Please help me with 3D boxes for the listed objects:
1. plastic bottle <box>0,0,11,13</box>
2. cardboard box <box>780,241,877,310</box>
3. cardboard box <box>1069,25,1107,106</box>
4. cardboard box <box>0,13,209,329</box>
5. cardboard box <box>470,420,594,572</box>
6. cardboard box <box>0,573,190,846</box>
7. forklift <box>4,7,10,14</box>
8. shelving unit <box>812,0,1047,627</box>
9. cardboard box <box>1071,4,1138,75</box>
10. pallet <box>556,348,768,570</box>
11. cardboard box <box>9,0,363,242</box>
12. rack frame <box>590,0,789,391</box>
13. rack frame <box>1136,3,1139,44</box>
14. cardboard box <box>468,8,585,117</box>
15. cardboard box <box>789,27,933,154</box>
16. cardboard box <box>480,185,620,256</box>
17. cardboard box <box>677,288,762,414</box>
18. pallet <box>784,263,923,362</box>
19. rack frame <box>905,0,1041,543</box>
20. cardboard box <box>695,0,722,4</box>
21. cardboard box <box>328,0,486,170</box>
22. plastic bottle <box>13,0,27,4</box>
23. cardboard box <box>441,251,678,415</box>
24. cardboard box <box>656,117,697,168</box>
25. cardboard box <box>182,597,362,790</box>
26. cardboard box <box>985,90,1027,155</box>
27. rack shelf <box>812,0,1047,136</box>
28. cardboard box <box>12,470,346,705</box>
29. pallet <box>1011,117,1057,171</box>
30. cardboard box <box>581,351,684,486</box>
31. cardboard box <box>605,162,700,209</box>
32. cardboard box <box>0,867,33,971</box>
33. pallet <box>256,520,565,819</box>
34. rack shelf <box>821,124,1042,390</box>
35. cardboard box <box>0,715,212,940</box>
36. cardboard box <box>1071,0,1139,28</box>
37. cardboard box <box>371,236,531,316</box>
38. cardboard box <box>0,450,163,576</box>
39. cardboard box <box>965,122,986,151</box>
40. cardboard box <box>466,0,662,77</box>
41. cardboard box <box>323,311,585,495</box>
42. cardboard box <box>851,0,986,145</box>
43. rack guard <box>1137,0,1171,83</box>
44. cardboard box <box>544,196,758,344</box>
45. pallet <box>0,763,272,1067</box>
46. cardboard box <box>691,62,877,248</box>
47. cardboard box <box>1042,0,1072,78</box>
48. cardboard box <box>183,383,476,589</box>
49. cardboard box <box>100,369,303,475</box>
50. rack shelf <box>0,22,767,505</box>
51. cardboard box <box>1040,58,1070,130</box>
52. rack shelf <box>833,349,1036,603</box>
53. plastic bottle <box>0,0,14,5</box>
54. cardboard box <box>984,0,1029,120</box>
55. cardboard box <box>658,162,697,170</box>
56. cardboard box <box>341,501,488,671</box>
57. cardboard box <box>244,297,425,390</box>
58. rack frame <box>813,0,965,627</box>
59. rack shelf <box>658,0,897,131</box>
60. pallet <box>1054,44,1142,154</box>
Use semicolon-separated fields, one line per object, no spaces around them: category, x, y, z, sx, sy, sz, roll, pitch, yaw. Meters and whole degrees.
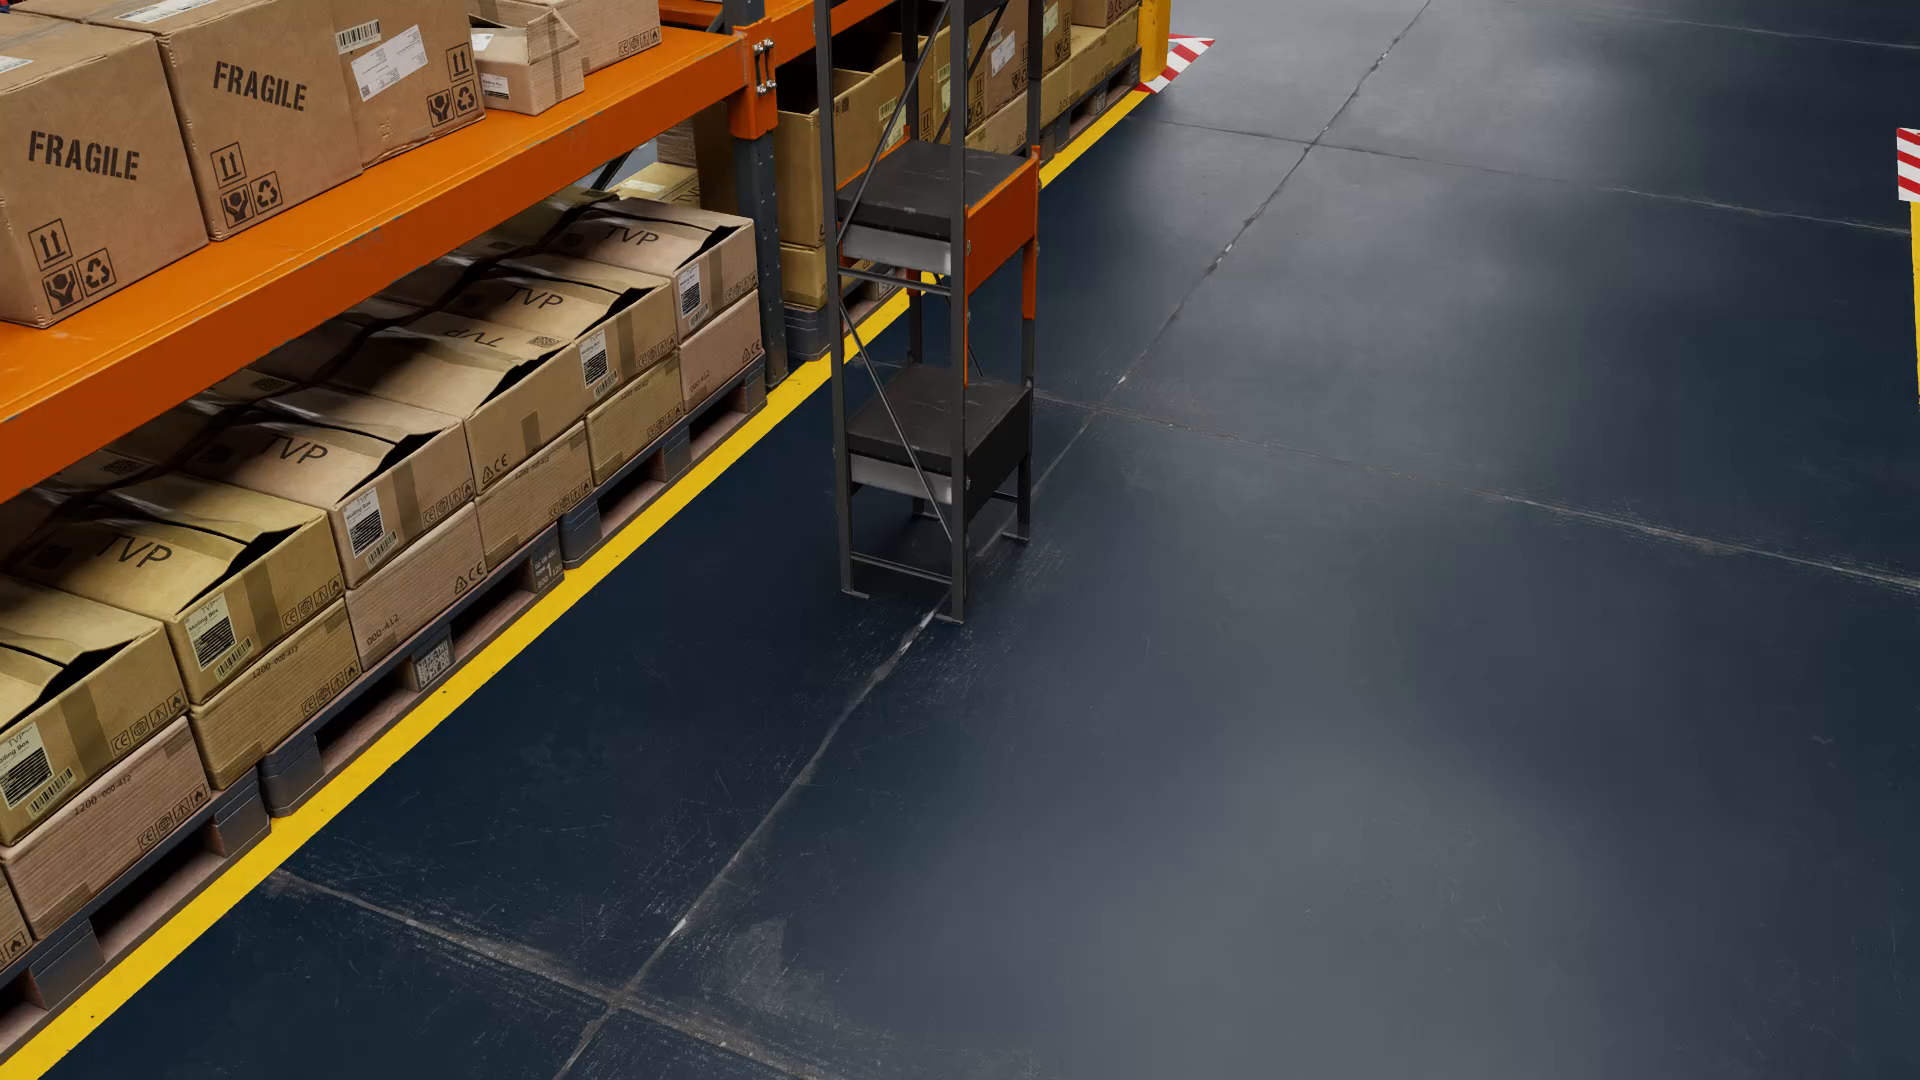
plastic bottle;-4.819;-2.561;8.435;0.144;0.351;0.185;13;35;18
cardboard box;-0.646;-1.133;6.367;0.500;0.250;0.500;14;36;20
cardboard box;0.404;-2.377;8.264;0.500;0.250;0.500;14;36;20
cardboard box;-2.102;-0.835;3.696;0.500;0.500;0.500;12;35;18
cardboard box;-1.452;-0.192;4.932;0.500;0.250;0.500;15;36;22
cardboard box;-2.091;0.329;3.626;0.500;0.311;0.500;13;36;19
forklift;-3.936;-1.564;4.963;1.130;2.935;3.031;20;38;27
shelving unit;-0.069;-0.796;4.549;0.431;2.100;0.503;14;36;20
cardboard box;0.602;-2.629;8.648;0.500;0.250;0.500;14;36;20
pallet;-1.388;-0.404;5.673;1.003;0.211;1.213;14;36;20
cardboard box;-1.881;-1.097;4.096;0.500;0.500;0.500;14;36;21
rack frame;-1.115;-1.946;5.482;1.000;3.000;0.127;14;36;20
rack frame;0.558;-3.938;8.520;1.000;3.000;0.127;14;36;20
cardboard box;-1.316;-1.409;4.787;0.396;0.266;0.258;13;36;19
cardboard box;-0.435;-1.695;6.540;0.500;0.500;0.500;14;36;20
cardboard box;-1.514;-1.057;5.740;0.500;0.311;0.500;14;36;21
cardboard box;-1.025;-0.698;5.704;0.500;0.250;0.500;14;36;20
pallet;-0.745;-1.166;6.836;1.003;0.211;1.213;14;36;20
rack frame;0.033;-0.917;4.734;0.400;2.100;0.015;14;36;20
cardboard box;-0.935;-2.210;5.794;0.700;0.500;0.500;13;36;19
cardboard box;-1.672;-1.346;4.477;0.500;0.500;0.500;17;37;24
plastic bottle;-5.208;-2.989;9.223;0.097;0.201;0.097;0;33;0
cardboard box;-1.236;-0.678;5.162;0.500;0.311;0.500;15;36;22
cardboard box;-0.900;-1.813;6.719;0.500;0.500;0.500;14;36;20
cardboard box;-1.881;0.316;4.157;0.500;0.250;0.500;13;36;19
cardboard box;-0.014;-1.879;7.505;0.500;0.250;0.500;14;36;20
rack shelf;-0.069;-1.370;4.172;0.431;0.518;0.480;14;36;20
cardboard box;-1.875;0.076;4.012;0.500;0.311;0.500;13;35;19
pallet;-0.235;-1.776;7.766;1.003;0.211;1.213;14;36;20
cardboard box;-1.239;-0.447;5.321;0.500;0.250;0.500;14;36;20
cardboard box;-1.120;-1.253;6.549;0.500;0.250;0.500;14;36;20
cardboard box;-2.303;0.827;3.377;0.500;0.250;0.500;14;36;20
pallet;-1.897;0.206;4.743;1.003;0.211;1.213;14;36;20
rack shelf;-0.069;-0.784;4.556;0.431;0.518;0.480;14;36;20
cardboard box;-2.093;0.577;3.760;0.500;0.250;0.500;13;35;19
cardboard box;0.604;-2.942;8.442;0.500;0.500;0.500;14;36;20
cardboard box;-1.729;-0.809;5.362;0.500;0.311;0.500;14;36;20
cardboard box;-2.368;-0.042;4.192;0.500;0.311;0.500;14;36;20
cardboard box;-0.218;-1.629;7.123;0.500;0.250;0.500;14;36;20
cardboard box;-1.282;-1.628;5.134;0.500;0.250;0.500;17;37;23
cardboard box;-1.447;-0.430;4.783;0.500;0.311;0.500;14;36;20
cardboard box;-0.219;-1.942;6.917;0.500;0.500;0.500;14;36;20
rack guard;0.568;-2.905;9.224;1.175;0.500;0.348;14;36;20
cardboard box;-1.024;-0.939;5.559;0.500;0.311;0.500;14;36;20
pallet;-2.409;0.812;3.820;1.003;0.211;1.213;14;36;20
cardboard box;-0.637;-1.444;6.158;0.500;0.500;0.500;14;36;20
cardboard box;0.199;-2.440;7.677;0.500;0.500;0.500;14;36;20
cardboard box;-1.661;-0.180;4.403;0.500;0.311;0.500;14;36;20
cardboard box;-2.156;-0.291;4.572;0.500;0.311;0.500;15;36;22
rack shelf;-1.952;-0.649;4.160;1.077;0.370;4.000;14;36;20
cardboard box;0.196;-2.128;7.884;0.500;0.250;0.500;14;36;20
rack shelf;-0.069;-0.199;4.940;0.431;0.518;0.480;14;36;20
plastic bottle;-5.251;-2.966;9.125;0.097;0.271;0.097;0;33;0
cardboard box;-0.011;-2.192;7.298;0.500;0.500;0.500;14;36;20
cardboard box;-0.902;-1.499;6.926;0.500;0.250;0.500;14;36;20
cardboard box;-1.667;0.061;4.546;0.500;0.250;0.500;15;36;21
cardboard box;-1.944;-0.551;4.968;0.500;0.311;0.500;13;35;19
rack frame;-0.171;-0.674;4.363;0.400;2.100;0.015;14;36;20
rack shelf;-0.279;-2.641;7.198;1.077;0.370;4.000;14;36;20
pallet;0.276;-2.381;8.689;1.003;0.211;1.213;14;36;20
